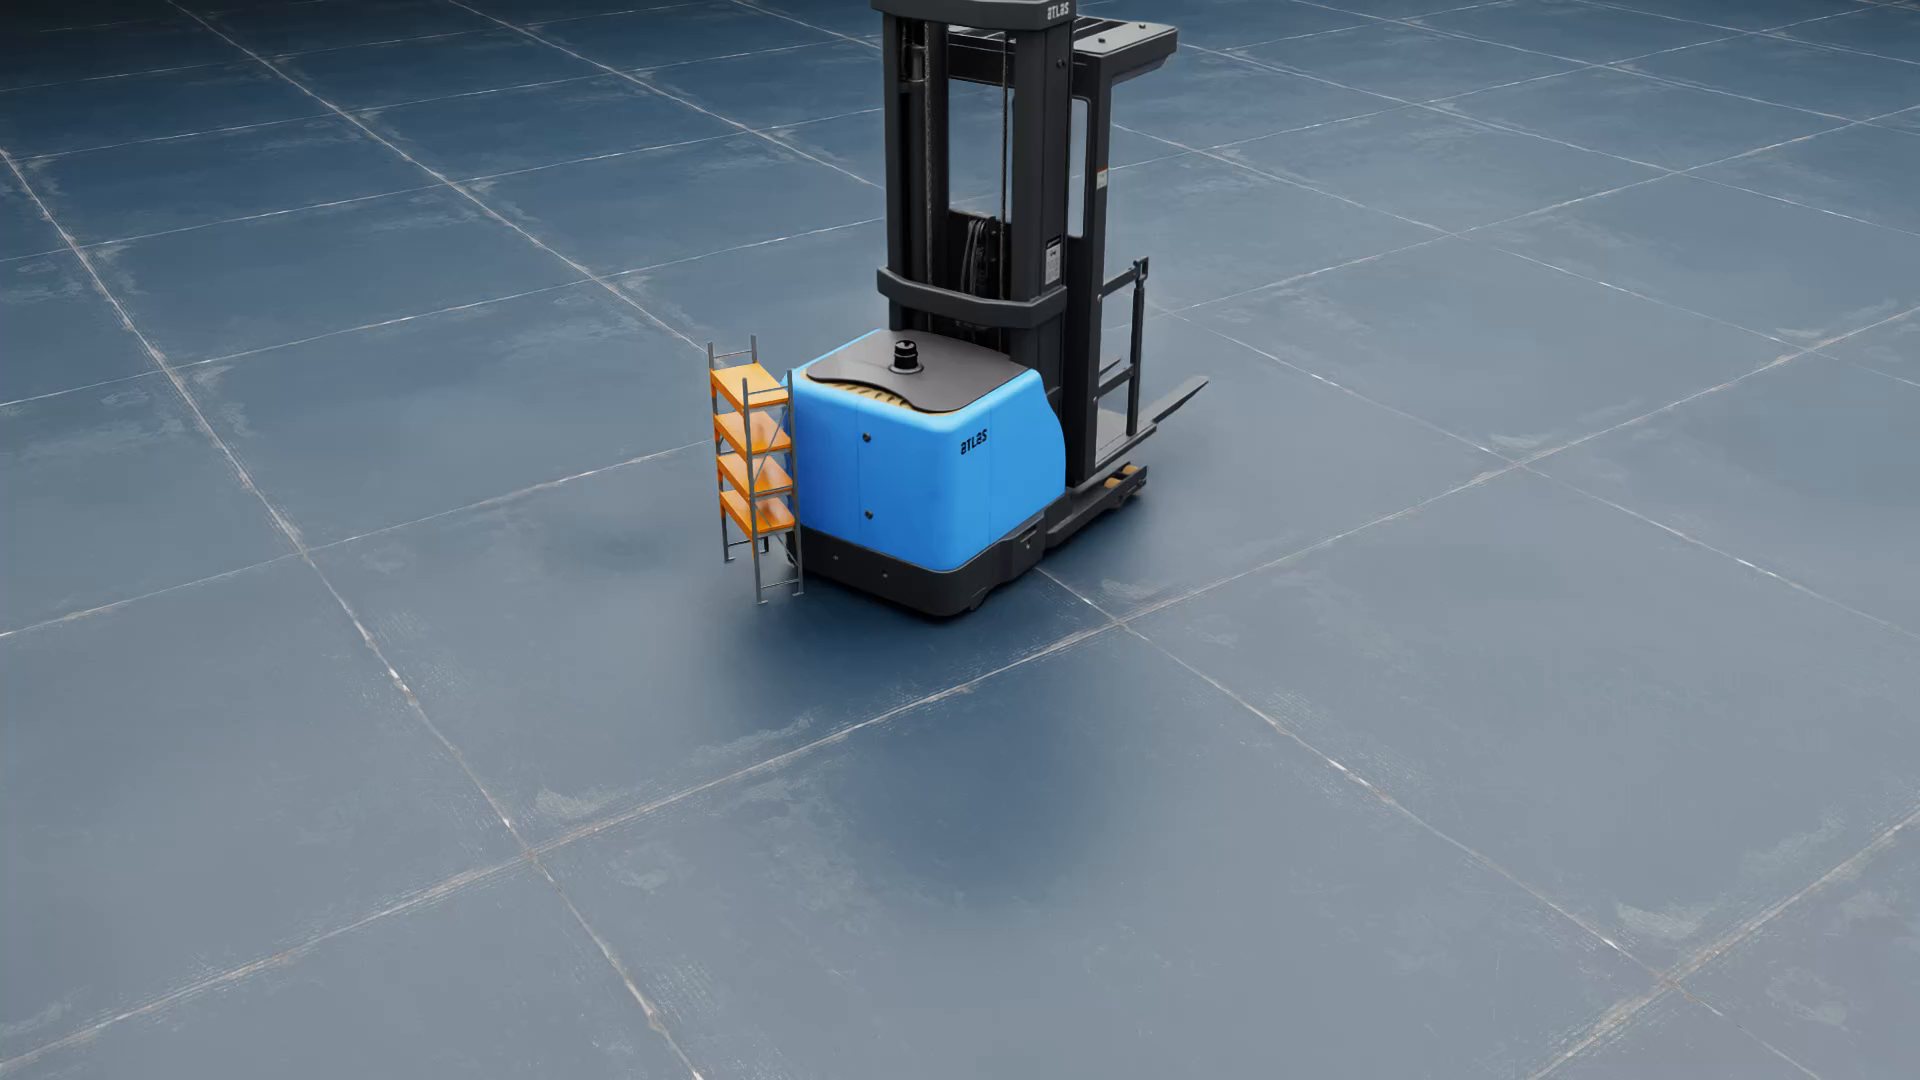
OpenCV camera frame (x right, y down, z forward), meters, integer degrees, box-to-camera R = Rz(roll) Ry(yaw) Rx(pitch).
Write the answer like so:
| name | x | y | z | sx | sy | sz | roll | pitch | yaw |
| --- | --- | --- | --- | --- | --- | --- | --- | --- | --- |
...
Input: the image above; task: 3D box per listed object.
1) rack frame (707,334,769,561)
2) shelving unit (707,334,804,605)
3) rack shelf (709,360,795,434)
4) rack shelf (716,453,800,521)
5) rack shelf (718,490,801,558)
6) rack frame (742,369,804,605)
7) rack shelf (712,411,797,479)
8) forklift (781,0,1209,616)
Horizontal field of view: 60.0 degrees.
| name | x | y | z | sx | sy | sz | roll | pitch | yaw |
| --- | --- | --- | --- | --- | --- | --- | --- | --- | --- |
| rack frame | -1.103 | -0.446 | 8.314 | 0.240 | 1.200 | 0.015 | -13 | 31 | -23 |
| shelving unit | -0.995 | -0.341 | 8.121 | 0.258 | 1.200 | 0.503 | -13 | 31 | -23 |
| rack shelf | -0.995 | -0.687 | 7.934 | 0.258 | 0.148 | 0.480 | -13 | 31 | -23 |
| rack shelf | -0.995 | -0.282 | 8.153 | 0.258 | 0.148 | 0.480 | -13 | 31 | -23 |
| rack shelf | -0.995 | -0.108 | 8.248 | 0.258 | 0.148 | 0.480 | -13 | 31 | -23 |
| rack frame | -0.887 | -0.237 | 7.929 | 0.240 | 1.200 | 0.015 | -13 | 31 | -23 |
| rack shelf | -0.995 | -0.479 | 8.047 | 0.258 | 0.148 | 0.480 | -13 | 31 | -23 |
| forklift | 0.377 | -1.576 | 8.582 | 1.130 | 2.935 | 3.031 | 18 | 33 | 30 |
